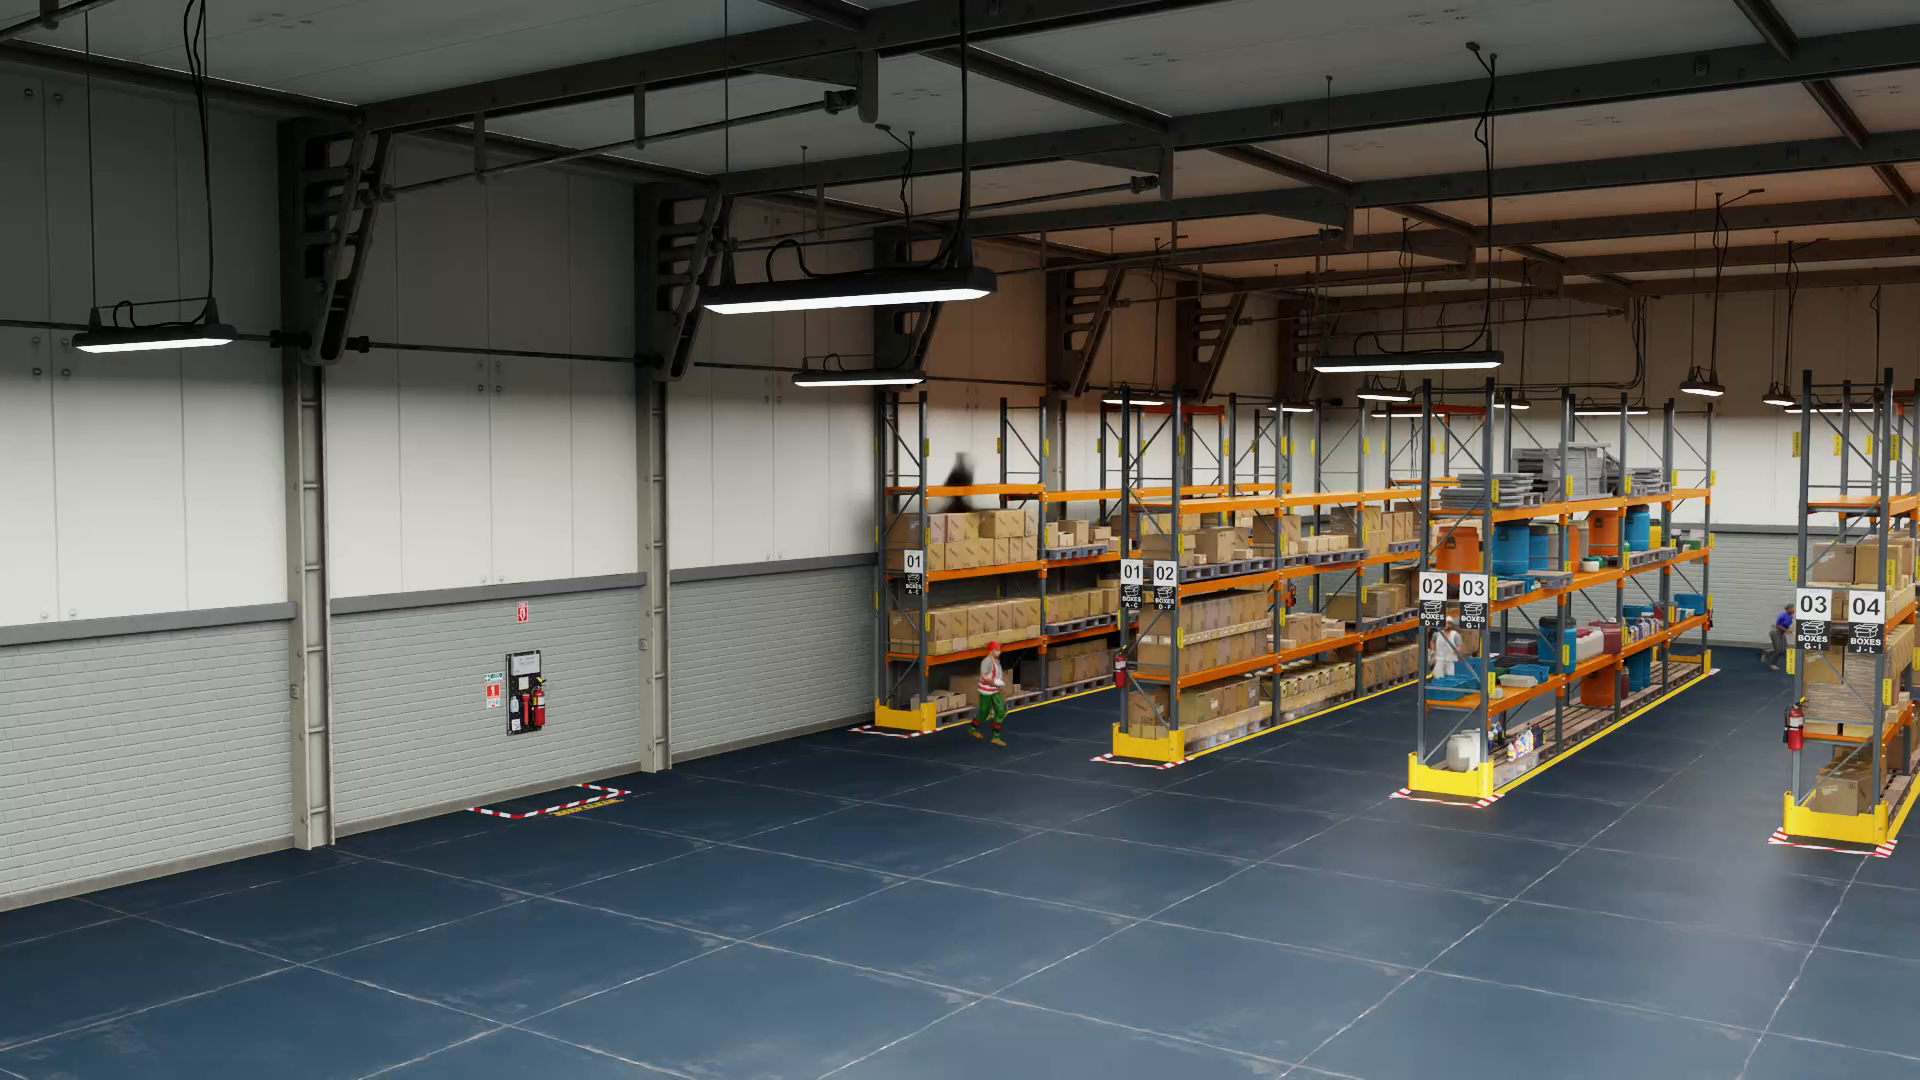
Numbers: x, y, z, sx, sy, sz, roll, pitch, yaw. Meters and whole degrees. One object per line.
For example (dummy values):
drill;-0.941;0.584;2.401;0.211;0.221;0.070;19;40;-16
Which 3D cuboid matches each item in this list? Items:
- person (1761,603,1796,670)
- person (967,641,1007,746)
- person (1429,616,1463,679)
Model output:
person;18.561;2.167;37.604;0.581;1.532;0.808;-2;4;-35
person;0.429;2.557;27.912;0.895;1.750;0.611;3;4;39
person;9.280;2.342;31.802;0.634;1.782;0.699;1;3;20
